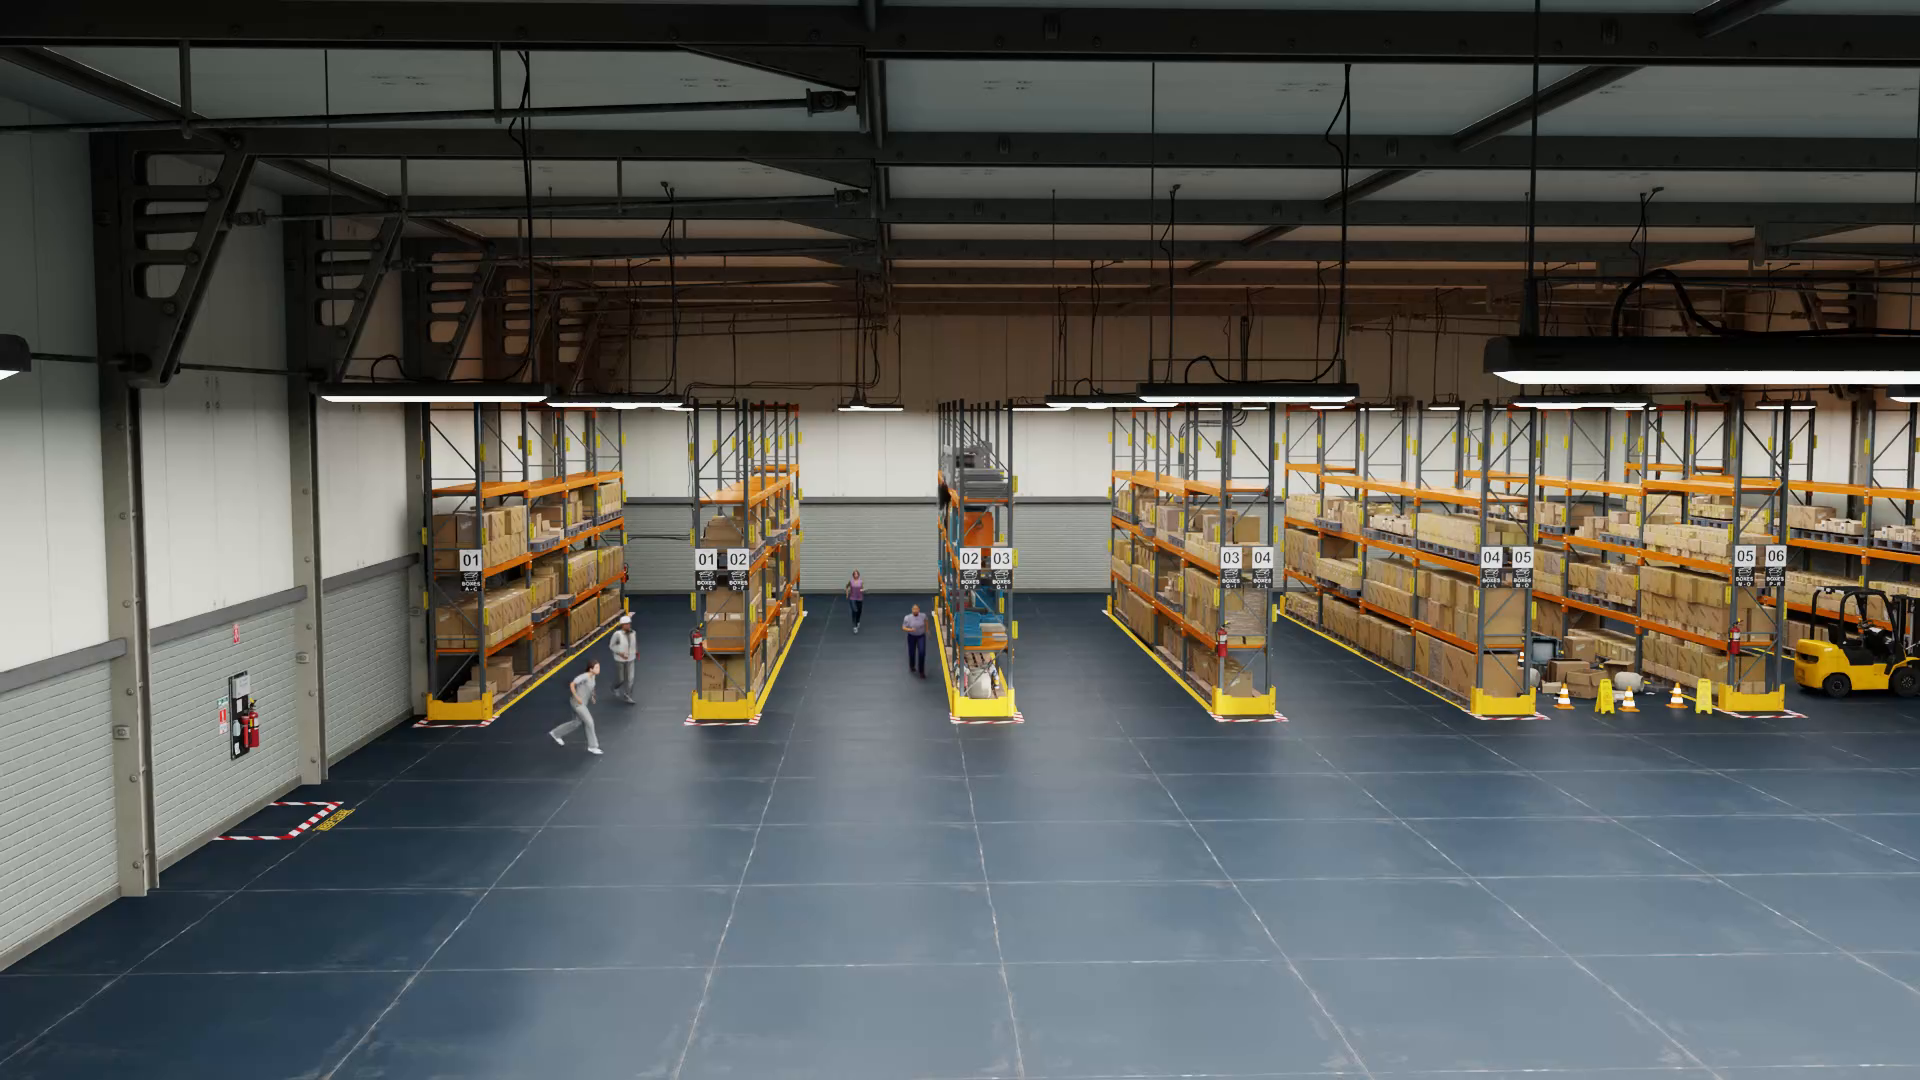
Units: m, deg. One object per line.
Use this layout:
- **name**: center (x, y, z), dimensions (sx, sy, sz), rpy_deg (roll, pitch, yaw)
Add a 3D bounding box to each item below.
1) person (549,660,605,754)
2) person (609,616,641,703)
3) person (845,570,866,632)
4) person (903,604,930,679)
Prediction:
- **person**: center (-6.488, 2.813, 28.051), dimensions (0.988, 1.626, 0.591), rpy_deg (1, 5, 18)
- **person**: center (-6.706, 2.356, 33.041), dimensions (0.653, 1.734, 0.822), rpy_deg (-3, 5, -35)
- **person**: center (-2.734, 1.584, 43.704), dimensions (0.536, 1.591, 0.888), rpy_deg (-1, 4, -10)
- **person**: center (-0.950, 2.175, 36.251), dimensions (0.608, 1.627, 0.957), rpy_deg (0, 4, -3)
